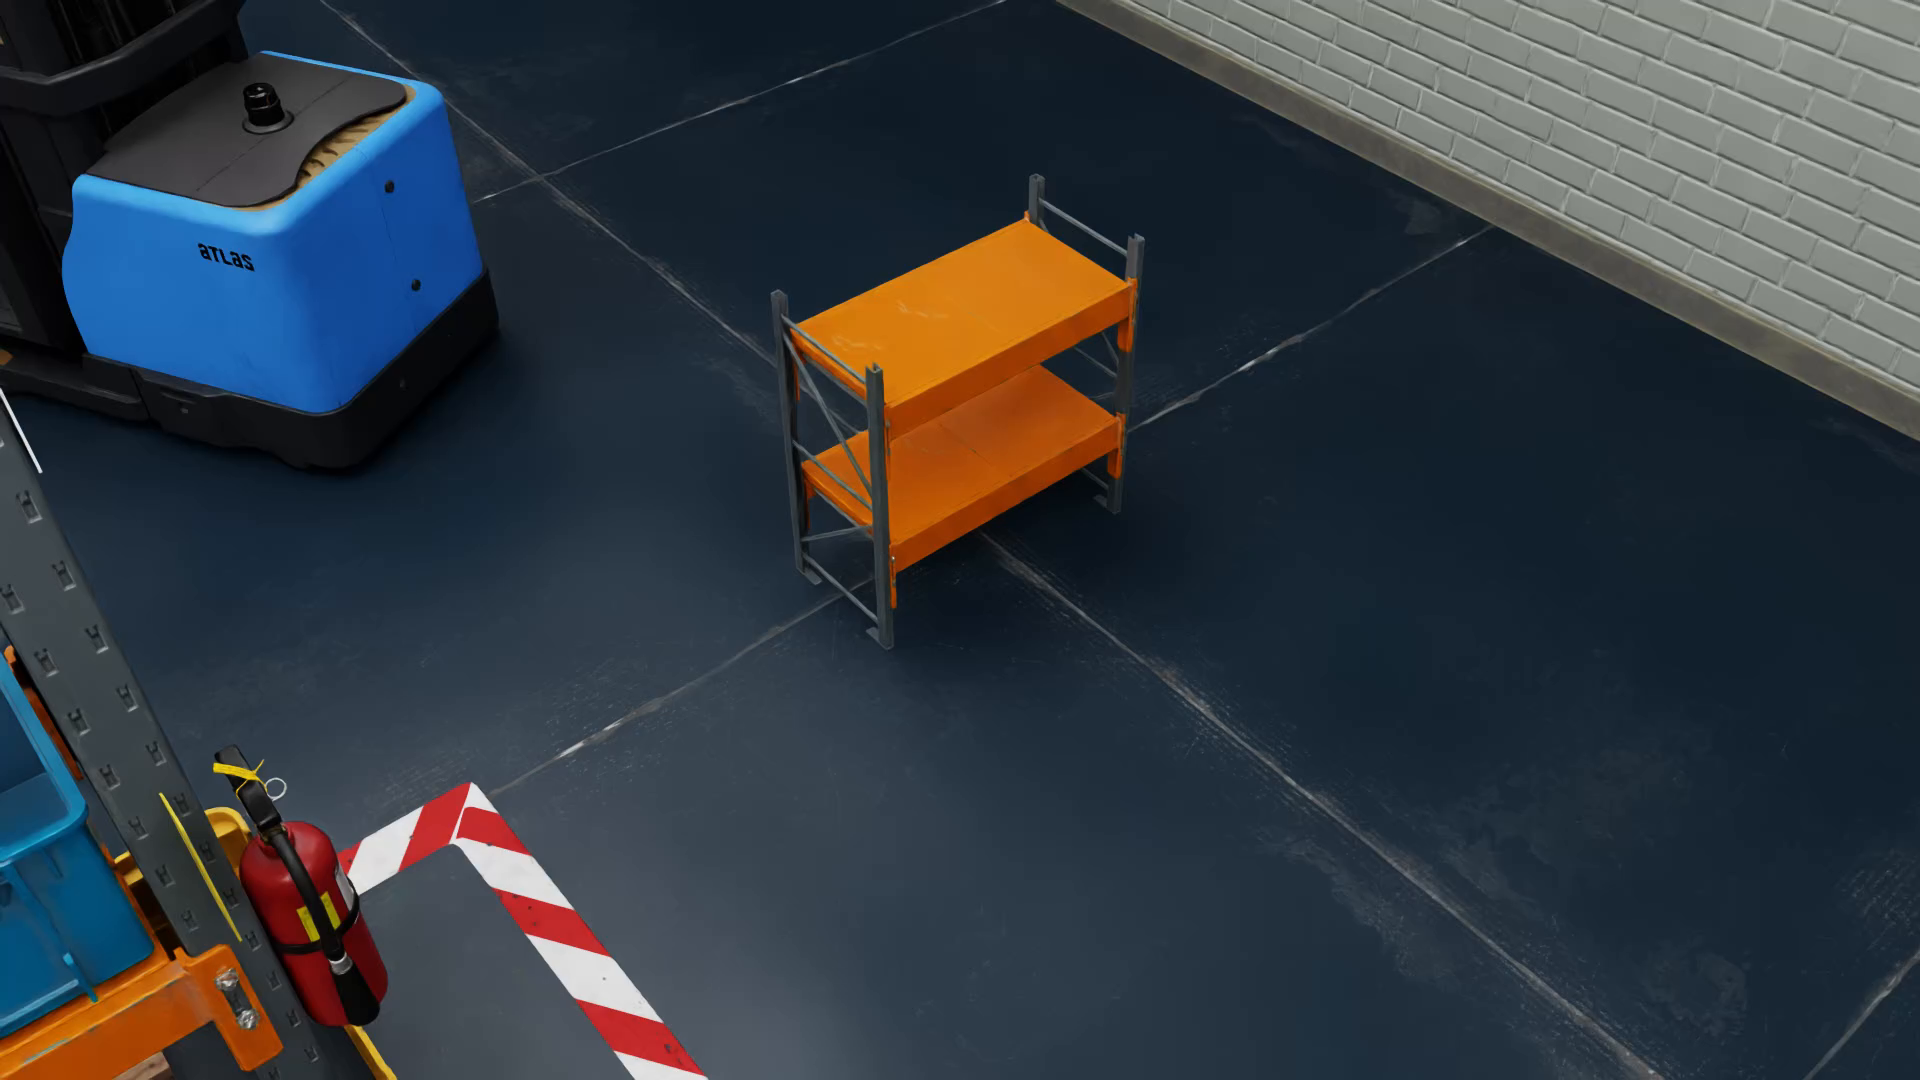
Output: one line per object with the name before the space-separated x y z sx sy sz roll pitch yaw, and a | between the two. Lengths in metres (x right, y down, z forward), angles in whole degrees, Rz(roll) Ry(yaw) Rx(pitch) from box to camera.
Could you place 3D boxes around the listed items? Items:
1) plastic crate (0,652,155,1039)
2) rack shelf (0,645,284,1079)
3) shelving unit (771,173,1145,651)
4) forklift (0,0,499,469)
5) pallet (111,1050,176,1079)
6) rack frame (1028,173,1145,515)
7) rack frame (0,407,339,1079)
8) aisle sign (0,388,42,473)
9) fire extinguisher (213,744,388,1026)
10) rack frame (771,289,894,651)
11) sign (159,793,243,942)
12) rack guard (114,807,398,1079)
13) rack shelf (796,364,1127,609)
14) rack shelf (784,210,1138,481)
plastic crate | -1.797 0.551 2.903 0.499 0.435 0.616 -30 51 -28
rack shelf | -3.194 1.481 2.507 4.000 0.370 1.077 -30 51 -28
shelving unit | 0.005 -0.413 5.368 1.048 1.125 0.538 -30 51 -28
forklift | -3.392 -1.955 5.690 3.031 2.935 1.130 15 45 15
pallet | -2.318 1.699 3.787 1.213 0.211 1.003 -30 51 -28
rack frame | 0.395 -0.636 5.606 0.032 1.125 0.500 -30 51 -28
rack frame | -1.660 0.340 3.197 0.127 3.000 1.000 -30 51 -28
aisle sign | -1.417 -0.485 2.176 0.004 0.787 0.394 -30 51 -28
fire extinguisher | -1.253 0.677 3.167 0.183 0.674 0.296 -30 51 -28
rack frame | -0.385 -0.190 5.130 0.032 1.125 0.500 -30 51 -28
sign | -1.295 0.563 2.841 0.005 0.325 0.100 -30 51 -28
rack guard | -1.650 1.234 4.071 0.348 0.500 1.175 -30 51 -28
rack shelf | 0.005 -0.235 5.535 1.000 0.278 0.538 -30 51 -28
rack shelf | 0.005 -0.626 5.168 1.000 0.278 0.538 -30 51 -28
